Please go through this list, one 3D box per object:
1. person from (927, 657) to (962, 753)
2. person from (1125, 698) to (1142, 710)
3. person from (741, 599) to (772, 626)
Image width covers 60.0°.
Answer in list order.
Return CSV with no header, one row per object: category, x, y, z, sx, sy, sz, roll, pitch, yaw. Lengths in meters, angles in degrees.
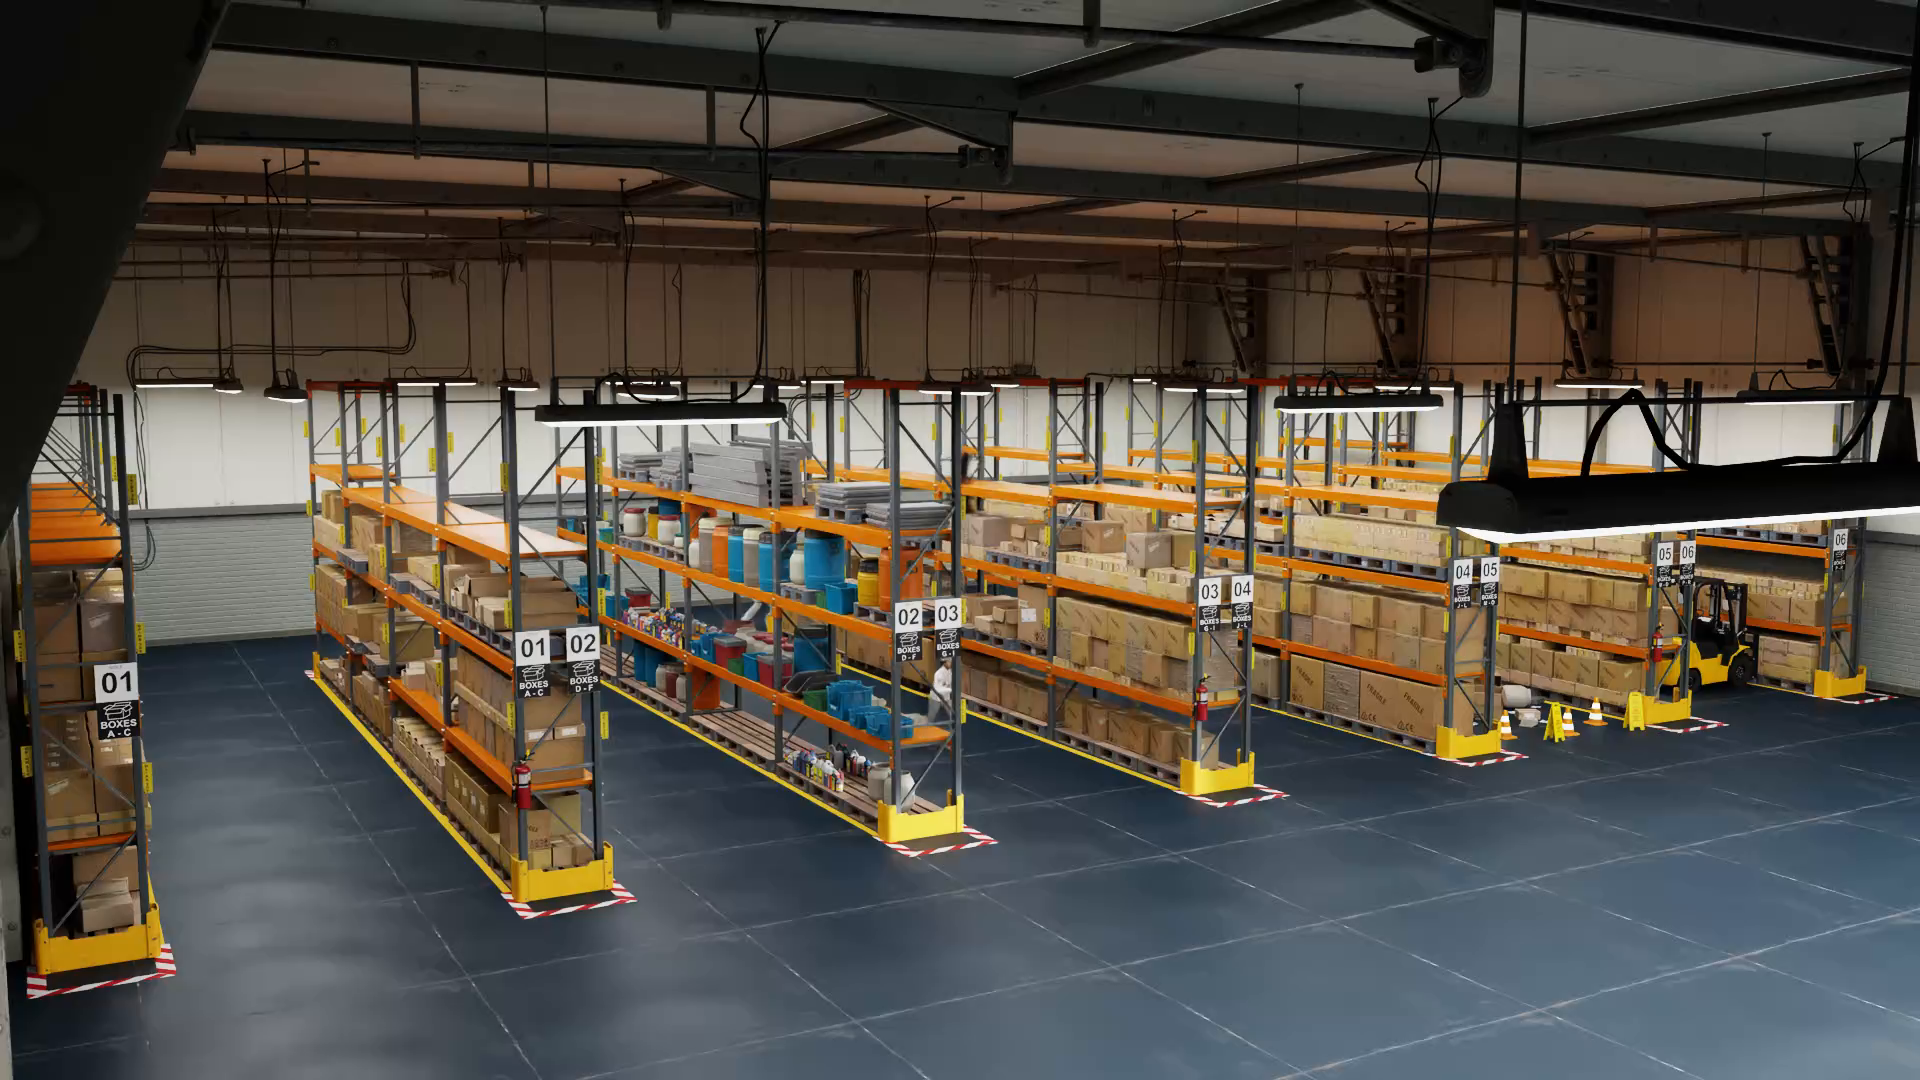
person,-0.328,2.631,27.155,0.941,1.666,0.599,5,8,39
person,3.218,2.414,29.743,0.521,1.532,0.742,-4,7,-31
person,-4.726,1.224,39.782,0.987,1.838,0.736,1,6,8
